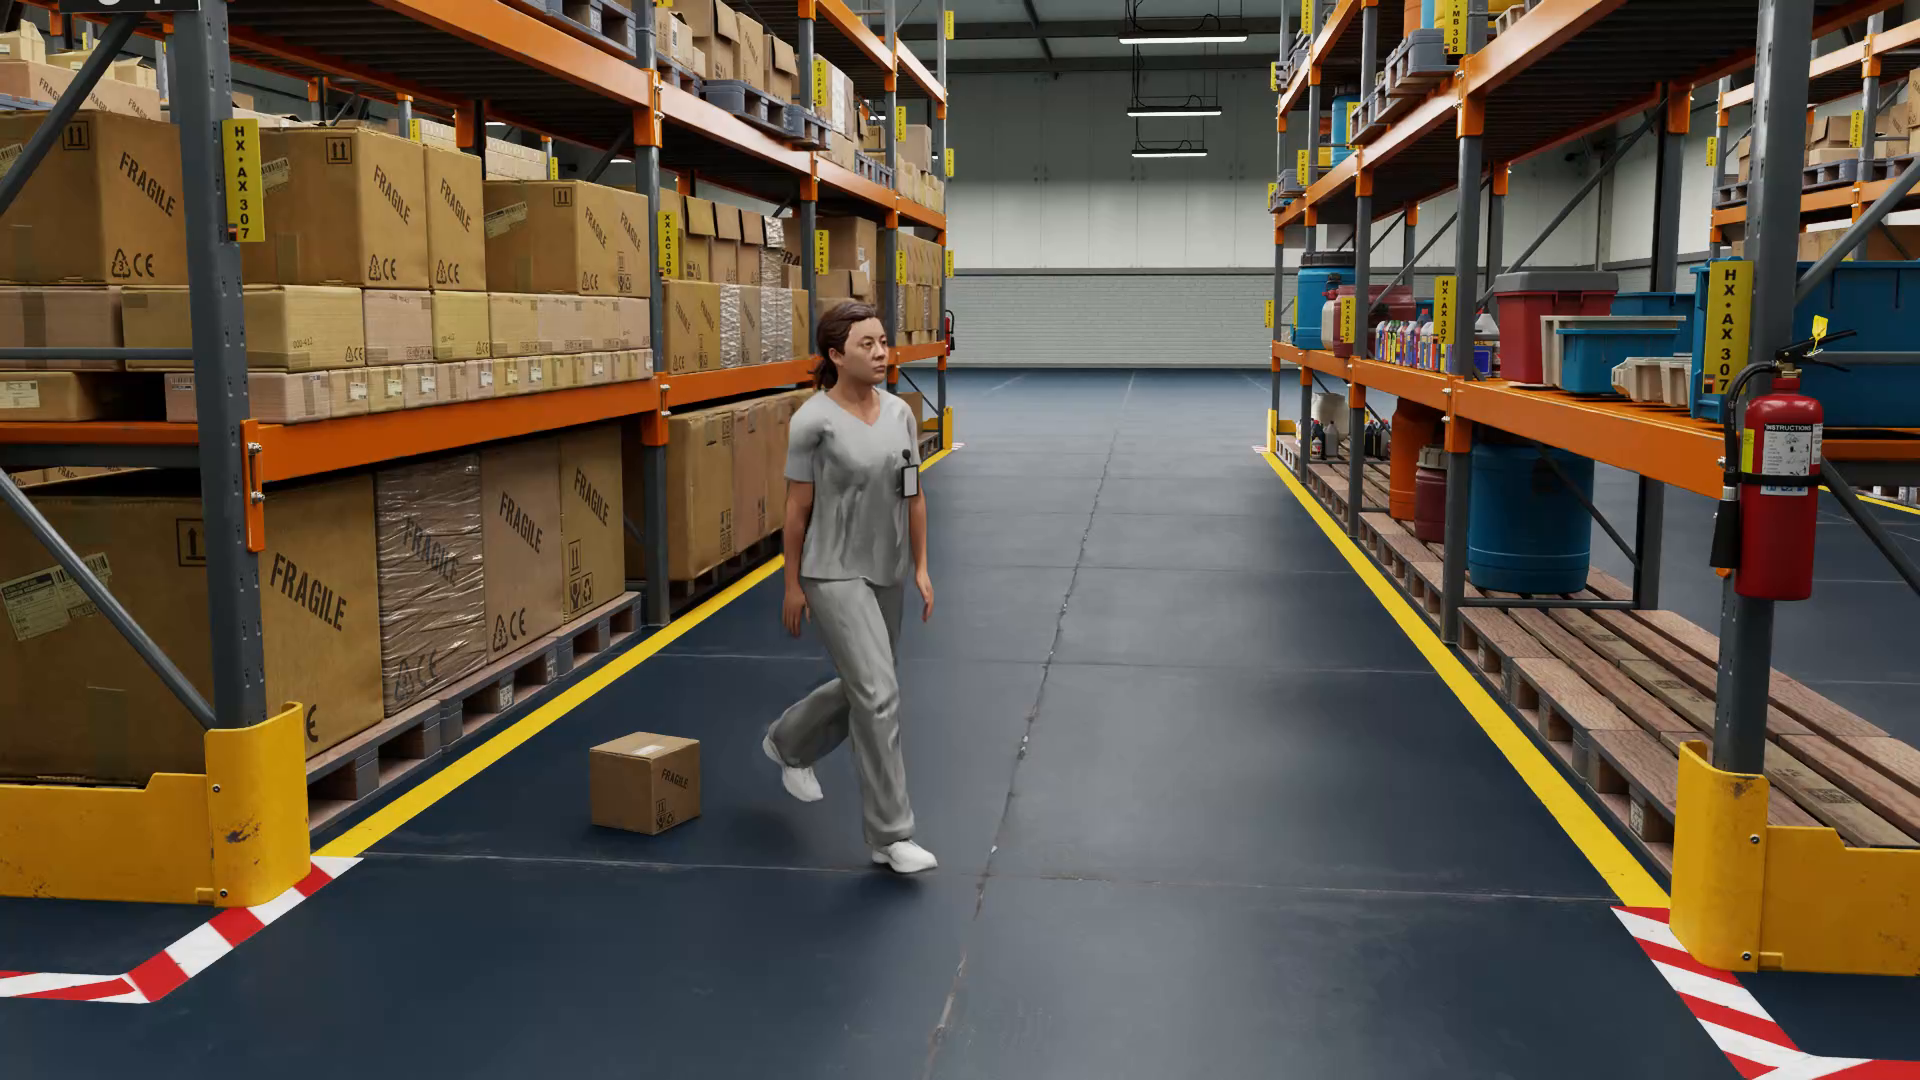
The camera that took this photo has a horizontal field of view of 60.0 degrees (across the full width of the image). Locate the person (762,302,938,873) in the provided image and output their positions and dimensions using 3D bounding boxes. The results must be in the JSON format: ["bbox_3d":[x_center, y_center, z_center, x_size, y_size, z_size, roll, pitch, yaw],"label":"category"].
[{"bbox_3d":[-0.337,0.110,4.990,0.456,1.632,0.942,-7,10,-41],"label":"person"}]
